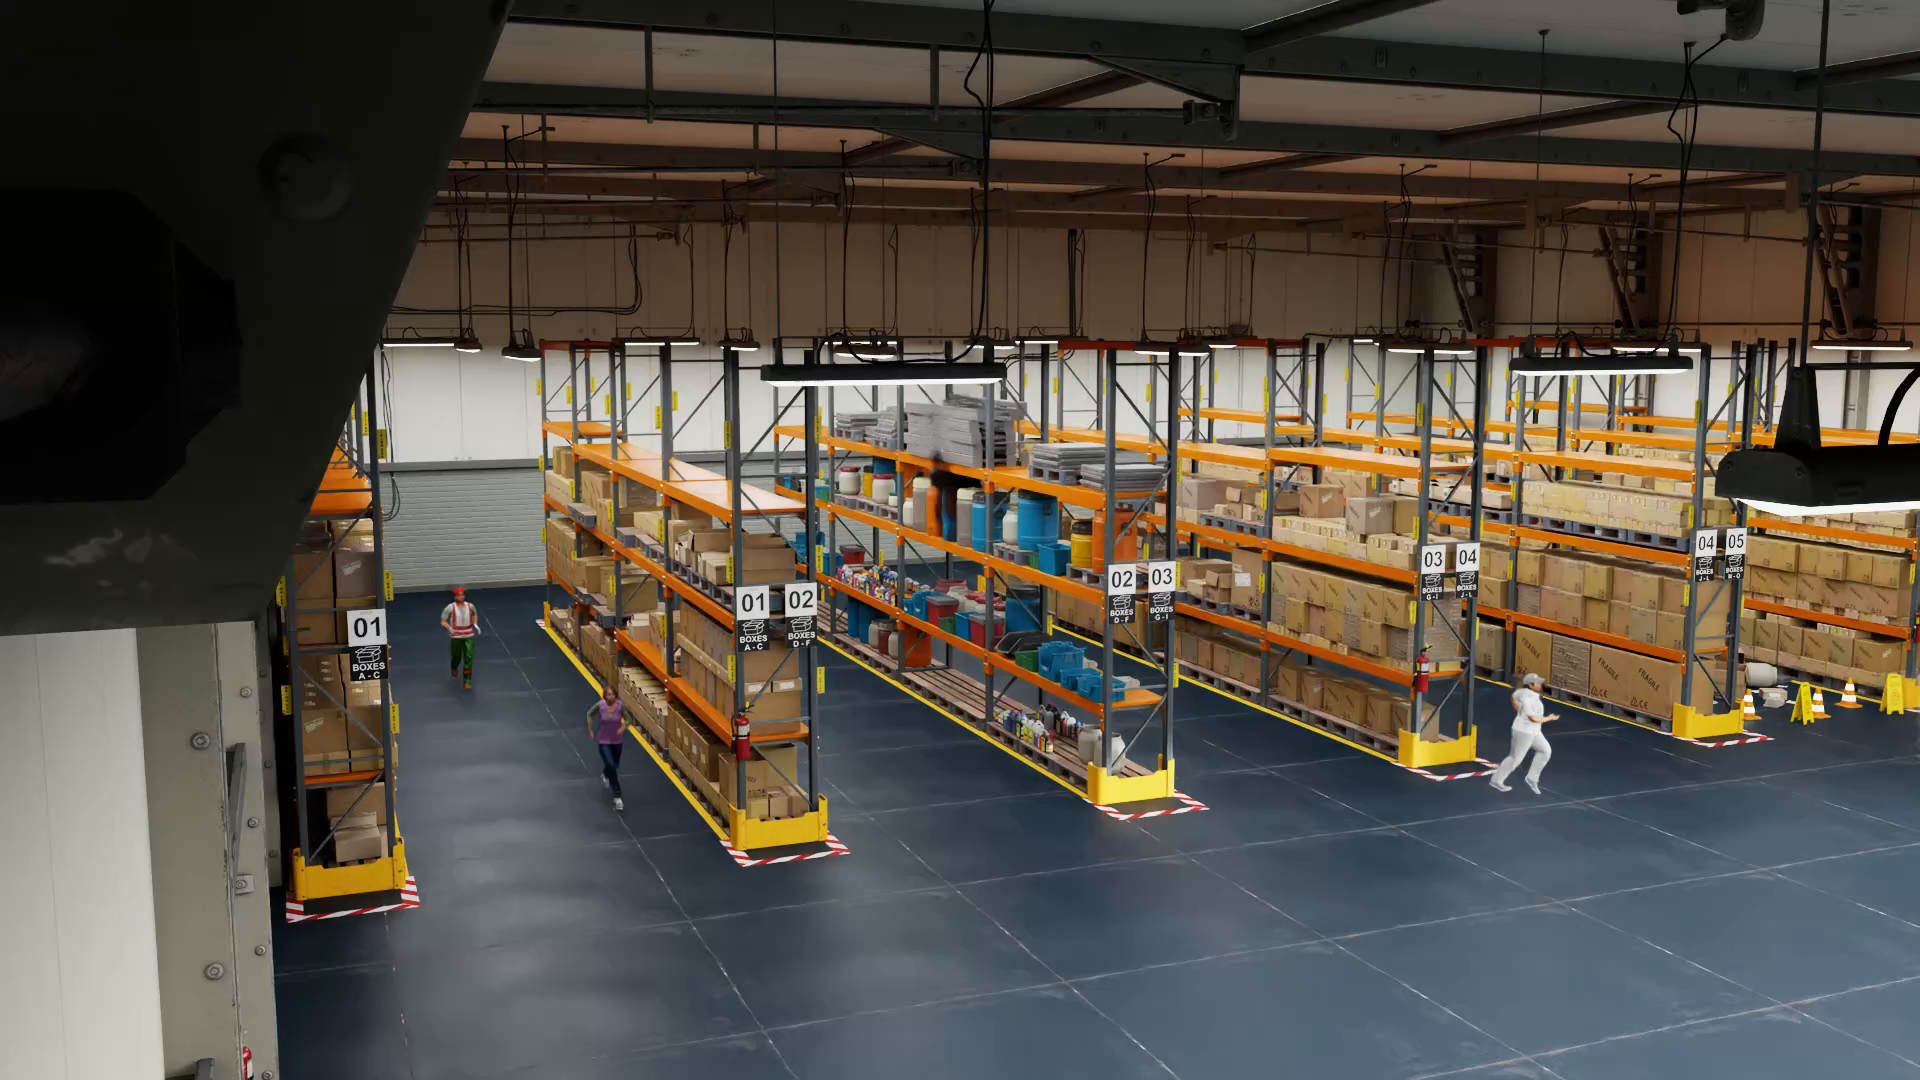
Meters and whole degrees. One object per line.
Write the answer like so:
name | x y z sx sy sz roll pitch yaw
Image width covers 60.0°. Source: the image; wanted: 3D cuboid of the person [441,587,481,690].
person | -8.692 1.689 28.988 0.665 1.767 0.904 -4 9 -30

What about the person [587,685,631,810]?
person | -4.639 2.689 22.040 0.557 1.590 0.929 -3 8 -23

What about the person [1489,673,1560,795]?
person | 7.612 2.611 22.401 0.854 1.689 0.611 3 8 22
